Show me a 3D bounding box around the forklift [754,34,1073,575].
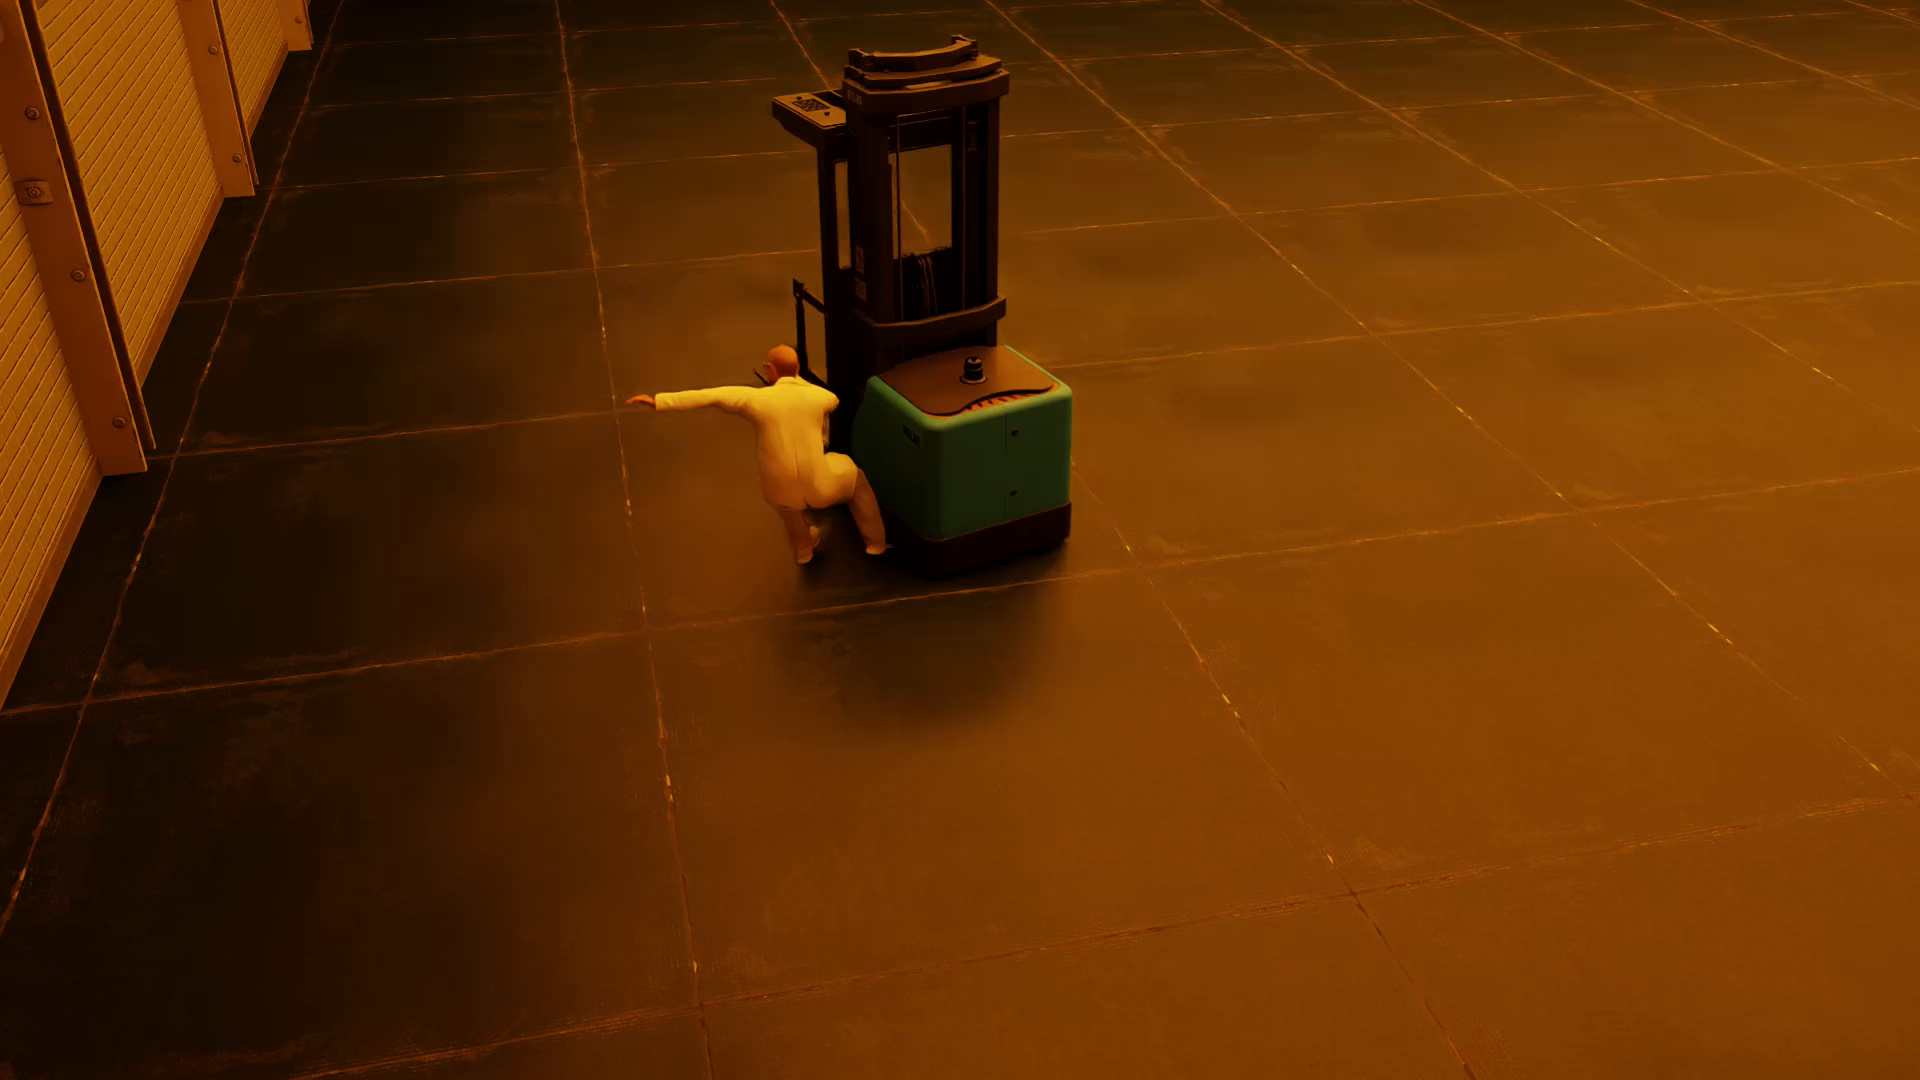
[{"bbox_3d":[-0.475,-1.763,10.620,1.130,2.935,3.031,-16,34,-25],"label":"forklift"}]

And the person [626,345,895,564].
[{"bbox_3d":[-1.111,-0.461,9.870,1.642,1.460,0.785,-8,31,-14],"label":"person"}]
